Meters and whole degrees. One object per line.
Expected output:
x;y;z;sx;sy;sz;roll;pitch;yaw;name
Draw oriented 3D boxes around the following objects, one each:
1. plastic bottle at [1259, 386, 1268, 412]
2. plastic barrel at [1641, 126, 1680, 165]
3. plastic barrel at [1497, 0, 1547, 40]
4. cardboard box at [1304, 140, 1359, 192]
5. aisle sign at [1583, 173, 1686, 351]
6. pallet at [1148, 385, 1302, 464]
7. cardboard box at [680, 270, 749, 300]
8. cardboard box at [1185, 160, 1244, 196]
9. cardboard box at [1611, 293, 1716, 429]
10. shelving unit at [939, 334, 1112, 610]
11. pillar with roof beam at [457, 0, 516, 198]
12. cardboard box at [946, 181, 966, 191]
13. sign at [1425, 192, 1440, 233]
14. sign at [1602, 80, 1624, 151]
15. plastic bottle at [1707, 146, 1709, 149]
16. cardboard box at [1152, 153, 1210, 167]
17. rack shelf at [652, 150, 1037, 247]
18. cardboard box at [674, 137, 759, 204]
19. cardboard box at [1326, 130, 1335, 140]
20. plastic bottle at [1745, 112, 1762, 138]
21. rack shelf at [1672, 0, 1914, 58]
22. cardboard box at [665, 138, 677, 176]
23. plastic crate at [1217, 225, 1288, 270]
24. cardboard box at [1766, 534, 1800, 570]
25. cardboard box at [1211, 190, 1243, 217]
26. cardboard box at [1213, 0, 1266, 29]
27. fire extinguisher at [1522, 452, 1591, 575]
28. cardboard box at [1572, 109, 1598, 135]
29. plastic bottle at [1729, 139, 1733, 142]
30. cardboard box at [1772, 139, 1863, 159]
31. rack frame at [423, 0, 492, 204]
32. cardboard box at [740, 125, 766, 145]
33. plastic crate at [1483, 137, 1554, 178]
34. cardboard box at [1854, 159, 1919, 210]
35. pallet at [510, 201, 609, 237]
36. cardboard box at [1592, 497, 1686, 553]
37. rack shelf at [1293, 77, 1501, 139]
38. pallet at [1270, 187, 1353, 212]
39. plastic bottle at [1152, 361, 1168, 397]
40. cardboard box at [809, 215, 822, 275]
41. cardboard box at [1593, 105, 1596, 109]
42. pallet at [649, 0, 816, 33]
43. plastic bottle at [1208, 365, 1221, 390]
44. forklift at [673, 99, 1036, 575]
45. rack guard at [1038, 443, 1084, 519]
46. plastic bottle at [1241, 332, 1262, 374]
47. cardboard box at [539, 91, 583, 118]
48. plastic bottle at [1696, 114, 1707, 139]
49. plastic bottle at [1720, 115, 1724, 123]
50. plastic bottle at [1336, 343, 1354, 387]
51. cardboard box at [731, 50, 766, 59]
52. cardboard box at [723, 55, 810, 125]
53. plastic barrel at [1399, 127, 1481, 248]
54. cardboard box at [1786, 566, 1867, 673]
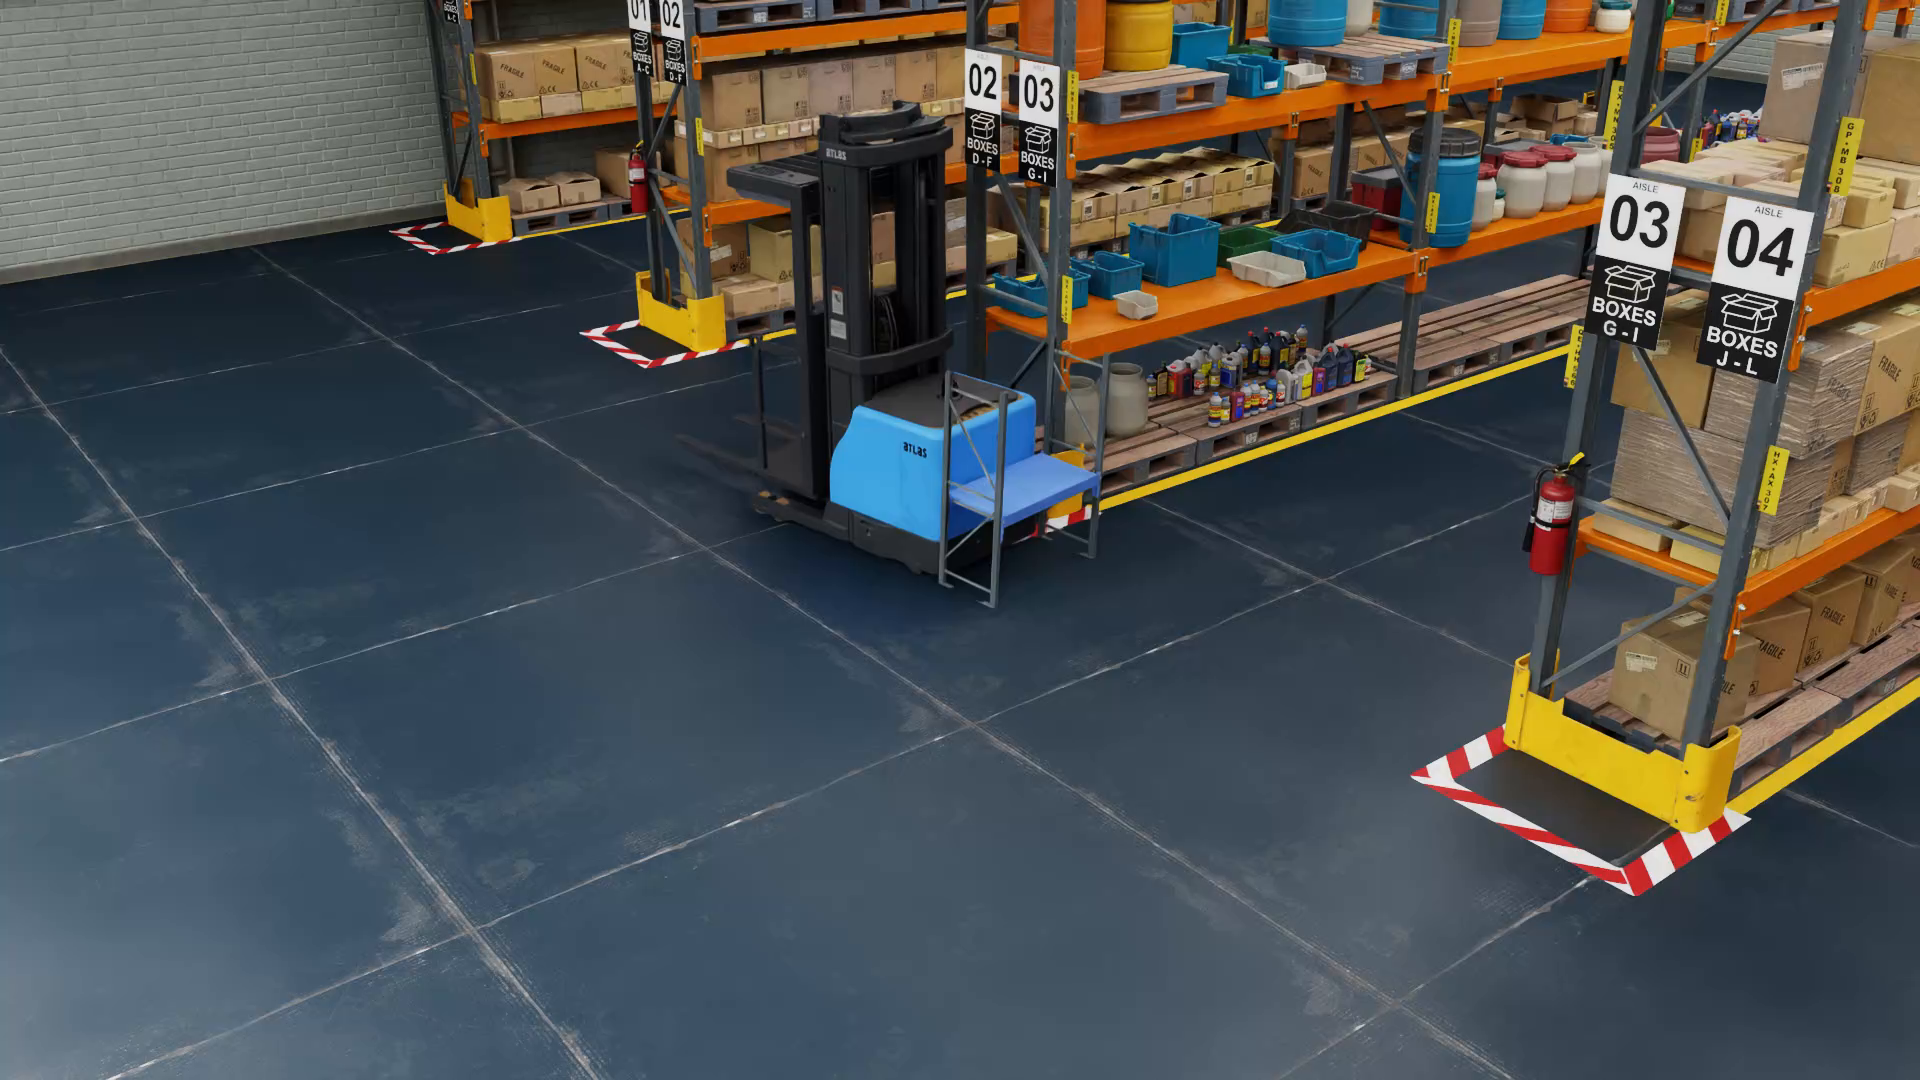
2.443;-1.145;13.456;0.097;0.201;0.097;0;25;0;plastic bottle
6.515;-3.625;15.837;0.708;0.536;0.600;-18;31;-34;plastic barrel
4.841;-4.877;14.538;0.708;0.901;0.600;-18;31;-34;plastic barrel
4.582;-4.654;20.661;0.500;0.500;0.500;-20;31;-36;cardboard box
3.220;-1.328;7.961;0.004;0.787;0.394;-18;31;-34;aisle sign
2.030;-1.001;13.657;1.213;0.211;1.003;-18;31;-34;pallet
-2.416;-2.529;16.403;0.500;0.250;0.500;-18;31;-34;cardboard box
2.974;-4.269;19.487;0.500;0.311;0.500;-19;31;-35;cardboard box
3.734;-0.924;8.519;0.500;0.500;0.500;-18;31;-34;cardboard box
0.421;-0.463;10.938;0.538;1.500;1.048;24;34;37;shelving unit
-3.042;-6.752;15.609;0.400;9.000;9.100;-18;31;-34;pillar with roof beam
-0.066;-3.654;17.937;0.500;0.500;0.500;-18;31;-34;cardboard box
3.876;-2.686;13.646;0.005;0.325;0.100;-18;31;-34;sign
3.127;-2.017;7.918;0.005;0.325;0.100;-18;31;-34;sign
7.505;-3.857;16.733;0.097;0.201;0.097;0;25;0;plastic bottle
2.638;-4.446;19.868;0.500;0.311;0.500;-19;31;-35;cardboard box
-1.082;-3.542;16.673;4.000;0.370;1.077;-18;31;-34;rack shelf
-2.281;-3.511;15.633;0.500;0.500;0.700;-18;31;-34;cardboard box
4.638;-4.947;21.294;0.500;0.500;0.500;-20;31;-36;cardboard box
8.607;-4.483;17.993;0.135;0.276;0.152;-18;31;-34;plastic bottle
8.267;-5.339;16.981;4.000;0.370;1.077;-18;31;-34;rack shelf
-3.360;-4.810;20.999;0.500;0.500;0.500;-21;32;-38;cardboard box
2.303;-2.390;13.589;0.662;0.188;0.450;-18;31;-34;plastic crate
4.034;-0.005;8.497;0.250;0.149;0.380;-18;31;-34;cardboard box
2.972;-4.017;19.610;0.500;0.250;0.500;-19;31;-35;cardboard box
4.164;-8.377;25.881;0.700;0.700;0.980;-18;30;-33;cardboard box
3.079;-0.154;8.610;0.183;0.674;0.296;-18;31;-34;fire extinguisher
8.893;-5.997;23.853;0.500;0.250;0.500;-18;31;-34;cardboard box
7.731;-3.877;16.679;0.133;0.283;0.061;-18;31;-34;plastic bottle
4.508;-2.050;8.746;0.250;0.149;0.380;-20;32;-37;cardboard box
-5.716;-4.988;18.936;0.127;3.000;1.000;-18;31;-34;rack frame
-2.008;-3.788;15.460;0.250;0.149;0.380;-19;31;-35;cardboard box
5.233;-3.495;15.642;0.583;0.464;0.402;-18;31;-34;plastic crate
4.458;-1.723;8.041;0.250;0.149;0.380;-17;30;-32;cardboard box
-4.995;-3.943;19.995;1.213;0.211;1.003;-18;31;-34;pallet
3.551;-0.094;8.688;0.250;0.149;0.380;-18;31;-34;cardboard box
5.213;-5.620;21.150;4.000;0.370;1.077;-18;31;-34;rack shelf
4.250;-4.343;20.857;1.213;0.211;1.003;-18;31;-34;pallet
1.653;-1.333;13.762;0.133;0.283;0.061;-17;30;-33;plastic bottle
-1.319;-2.962;16.446;0.500;0.500;0.500;-18;31;-34;cardboard box
9.393;-6.416;24.876;0.250;0.149;0.380;-18;31;-34;cardboard box
-2.084;-4.844;15.166;1.213;0.211;1.003;-18;31;-34;pallet
2.134;-1.367;13.934;0.097;0.201;0.097;0;25;0;plastic bottle
-0.894;-1.606;11.729;3.031;2.935;1.130;21;32;38;forklift
0.428;-0.608;12.466;0.348;0.500;1.175;-18;31;-34;rack guard
2.506;-1.622;14.307;0.185;0.351;0.144;-20;31;-36;plastic bottle
-4.736;-5.091;19.310;0.500;0.250;0.500;-19;31;-36;cardboard box
7.798;-4.333;17.582;0.185;0.351;0.144;-18;31;-34;plastic bottle
8.145;-4.424;17.873;0.097;0.271;0.097;0;25;0;plastic bottle
3.216;-1.481;14.002;0.185;0.351;0.144;-19;31;-35;plastic bottle
-2.749;-6.083;20.559;0.500;0.500;0.500;-18;31;-34;cardboard box
-1.829;-4.251;15.688;0.500;0.500;0.700;-19;31;-35;cardboard box
4.036;-2.973;13.997;0.708;0.901;0.600;-18;31;-34;plastic barrel
4.909;0.398;9.800;0.500;0.500;0.500;-15;29;-29;cardboard box
